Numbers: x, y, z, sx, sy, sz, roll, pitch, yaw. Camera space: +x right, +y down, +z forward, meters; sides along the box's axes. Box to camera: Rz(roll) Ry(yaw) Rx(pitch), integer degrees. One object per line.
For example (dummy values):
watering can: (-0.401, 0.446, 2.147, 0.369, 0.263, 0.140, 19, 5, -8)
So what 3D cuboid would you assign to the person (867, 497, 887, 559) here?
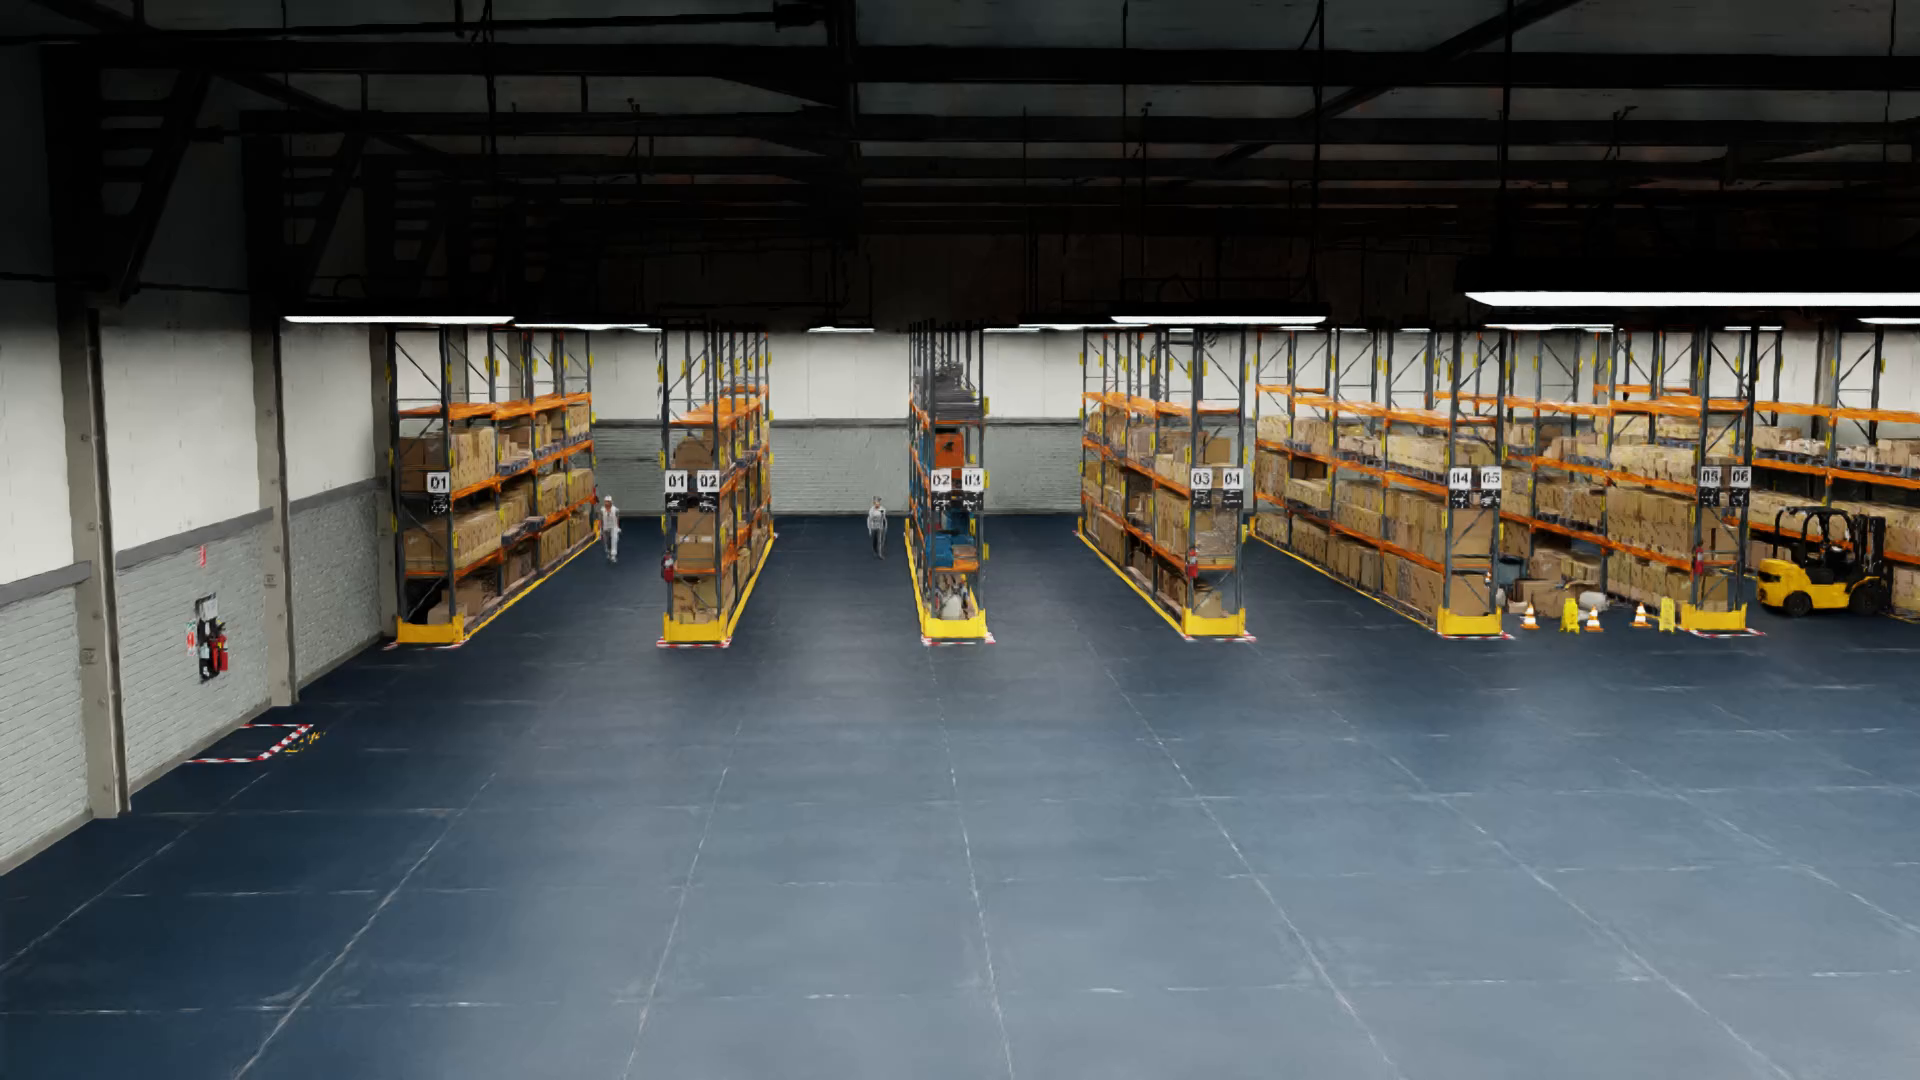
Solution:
person: (-2.117, -0.327, 42.485, 0.495, 1.587, 1.067, 0, 7, -1)

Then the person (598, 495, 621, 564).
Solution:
person: (-8.779, -0.282, 41.619, 0.557, 1.705, 1.115, -1, 7, -5)

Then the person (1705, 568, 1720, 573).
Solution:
person: (16.205, 0.417, 35.957, 0.585, 1.723, 0.654, 4, 8, 29)
